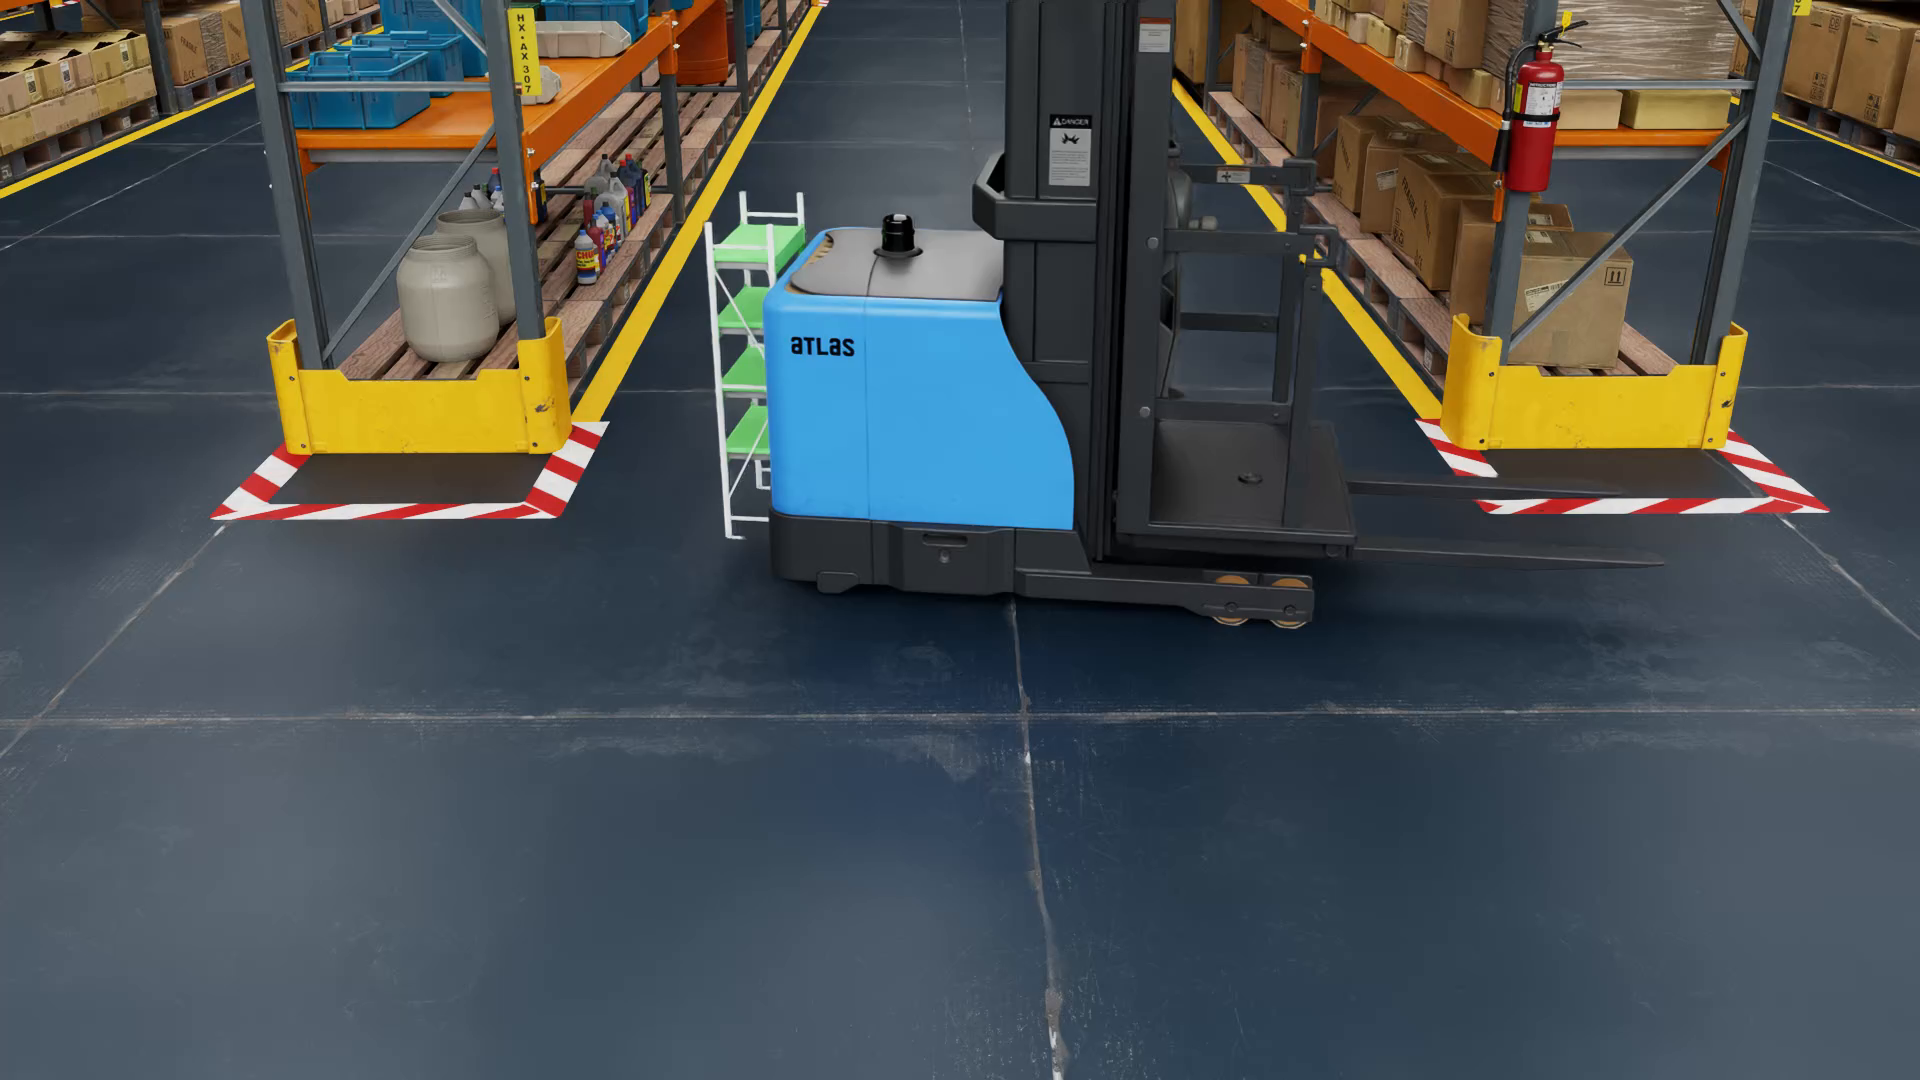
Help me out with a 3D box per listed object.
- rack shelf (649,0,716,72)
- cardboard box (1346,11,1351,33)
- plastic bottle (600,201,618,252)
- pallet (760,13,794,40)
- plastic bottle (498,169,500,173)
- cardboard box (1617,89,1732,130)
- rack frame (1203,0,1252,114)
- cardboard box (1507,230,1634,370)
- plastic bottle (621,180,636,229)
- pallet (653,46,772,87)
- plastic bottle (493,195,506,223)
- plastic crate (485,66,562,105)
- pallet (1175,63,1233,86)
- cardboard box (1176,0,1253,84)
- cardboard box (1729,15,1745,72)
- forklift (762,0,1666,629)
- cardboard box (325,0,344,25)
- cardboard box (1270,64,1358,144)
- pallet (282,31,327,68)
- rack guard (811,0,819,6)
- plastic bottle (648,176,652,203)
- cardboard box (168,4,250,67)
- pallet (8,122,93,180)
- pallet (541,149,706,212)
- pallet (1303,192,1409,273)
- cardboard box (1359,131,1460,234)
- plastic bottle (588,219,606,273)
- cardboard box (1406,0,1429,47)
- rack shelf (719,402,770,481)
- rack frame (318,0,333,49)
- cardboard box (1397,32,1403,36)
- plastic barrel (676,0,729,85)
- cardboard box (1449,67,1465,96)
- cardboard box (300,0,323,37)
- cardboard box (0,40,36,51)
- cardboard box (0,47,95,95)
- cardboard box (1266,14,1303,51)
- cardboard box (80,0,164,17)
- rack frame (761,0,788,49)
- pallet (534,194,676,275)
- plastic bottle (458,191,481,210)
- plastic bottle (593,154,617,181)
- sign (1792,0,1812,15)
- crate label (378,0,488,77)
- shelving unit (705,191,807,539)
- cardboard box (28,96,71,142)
[{"bbox_3d":[-2.308,-3.916,12.141,1.077,0.370,4.000,0,24,-1],"label":"rack shelf"},{"bbox_3d":[2.400,-2.928,9.389,0.380,0.149,0.250,0,24,-1],"label":"cardboard box"},{"bbox_3d":[-1.958,-1.743,9.240,0.097,0.271,0.097,0,24,0],"label":"plastic bottle"},{"bbox_3d":[-2.421,-5.748,18.703,1.003,0.211,1.213,0,24,-1],"label":"pallet"},{"bbox_3d":[-2.693,-2.078,9.886,0.144,0.351,0.185,0,24,1],"label":"plastic bottle"},{"bbox_3d":[2.945,-1.797,6.889,0.380,0.149,0.250,0,24,-1],"label":"cardboard box"},{"bbox_3d":[2.623,-5.090,13.864,1.000,3.000,0.127,0,24,-1],"label":"rack frame"},{"bbox_3d":[2.720,-1.103,7.573,0.500,0.500,0.500,4,25,9],"label":"cardboard box"},{"bbox_3d":[-1.946,-1.972,9.732,0.061,0.283,0.133,1,24,3],"label":"plastic bottle"},{"bbox_3d":[-2.391,-4.623,16.216,1.003,0.211,1.213,0,24,-1],"label":"pallet"},{"bbox_3d":[-2.538,-1.802,9.366,0.152,0.276,0.135,0,24,-1],"label":"plastic bottle"},{"bbox_3d":[-1.931,-2.021,7.399,0.298,0.136,0.250,0,24,-1],"label":"plastic crate"},{"bbox_3d":[2.679,-4.646,16.266,1.003,0.211,1.213,0,24,-1],"label":"pallet"},{"bbox_3d":[2.636,-4.597,14.844,1.225,0.875,0.875,-1,24,-3],"label":"cardboard box"},{"bbox_3d":[7.313,-4.607,15.320,0.500,0.500,0.500,1,24,2],"label":"cardboard box"},{"bbox_3d":[0.892,-1.270,5.501,3.031,2.935,1.130,3,25,7],"label":"forklift"},{"bbox_3d":[-7.115,-5.844,18.261,0.500,0.311,0.500,0,24,-1],"label":"cardboard box"},{"bbox_3d":[2.688,-3.183,12.148,0.700,0.500,0.500,-2,24,-5],"label":"cardboard box"},{"bbox_3d":[-7.280,-5.089,17.247,1.003,0.211,1.213,0,24,-1],"label":"pallet"},{"bbox_3d":[-2.431,-7.235,21.640,1.175,0.500,0.348,0,24,-1],"label":"rack guard"},{"bbox_3d":[-1.971,-2.197,10.329,0.097,0.201,0.097,0,24,0],"label":"plastic bottle"},{"bbox_3d":[-7.014,-4.720,15.545,0.500,0.500,0.500,-1,24,-1],"label":"cardboard box"},{"bbox_3d":[-7.303,-2.935,12.484,1.003,0.211,1.213,0,24,-1],"label":"pallet"},{"bbox_3d":[-2.334,-2.472,11.460,1.003,0.211,1.213,0,24,-1],"label":"pallet"},{"bbox_3d":[2.709,-1.894,10.182,1.003,0.211,1.213,0,24,-1],"label":"pallet"},{"bbox_3d":[2.644,-2.093,9.761,0.500,0.500,0.500,8,25,16],"label":"cardboard box"},{"bbox_3d":[-1.935,-1.576,8.856,0.061,0.283,0.133,0,24,0],"label":"plastic bottle"},{"bbox_3d":[2.644,-2.613,7.905,0.875,0.500,0.500,0,24,-1],"label":"cardboard box"},{"bbox_3d":[-0.732,-0.373,6.355,0.258,0.148,0.480,3,24,7],"label":"rack shelf"},{"bbox_3d":[-7.327,-6.695,17.413,1.000,3.000,0.127,0,24,-1],"label":"rack frame"},{"bbox_3d":[2.446,-2.516,8.478,0.380,0.149,0.250,0,24,-1],"label":"cardboard box"},{"bbox_3d":[-2.352,-4.472,14.621,0.600,0.830,0.708,0,24,-1],"label":"plastic barrel"},{"bbox_3d":[2.457,-2.104,7.567,0.380,0.149,0.250,0,24,-1],"label":"cardboard box"},{"bbox_3d":[-7.035,-5.555,17.391,0.500,0.500,0.500,0,24,-1],"label":"cardboard box"},{"bbox_3d":[-7.557,-3.807,13.175,0.500,0.311,0.500,-1,24,-2],"label":"cardboard box"},{"bbox_3d":[-7.016,-3.604,12.725,0.500,0.311,0.500,0,24,-1],"label":"cardboard box"},{"bbox_3d":[2.676,-3.999,13.040,0.500,0.250,0.500,2,24,5],"label":"cardboard box"},{"bbox_3d":[-7.533,-4.858,14.940,0.500,0.250,0.500,1,24,1],"label":"cardboard box"},{"bbox_3d":[-2.374,-6.716,17.459,1.000,3.000,0.127,0,24,-1],"label":"rack frame"},{"bbox_3d":[-2.321,-1.872,10.132,1.003,0.211,1.213,0,24,-1],"label":"pallet"},{"bbox_3d":[-2.684,-1.749,9.157,0.144,0.351,0.185,1,24,2],"label":"plastic bottle"},{"bbox_3d":[-2.135,-2.148,10.040,0.144,0.351,0.185,0,24,-1],"label":"plastic bottle"},{"bbox_3d":[3.252,-2.190,6.402,0.100,0.325,0.005,0,24,-1],"label":"sign"},{"bbox_3d":[-2.533,-2.544,8.193,0.502,0.435,0.616,0,24,-1],"label":"crate label"},{"bbox_3d":[-0.733,-0.650,6.230,0.258,1.200,0.503,3,24,7],"label":"shelving unit"},{"bbox_3d":[-7.013,-3.138,12.375,0.500,0.250,0.500,0,24,0],"label":"cardboard box"}]
